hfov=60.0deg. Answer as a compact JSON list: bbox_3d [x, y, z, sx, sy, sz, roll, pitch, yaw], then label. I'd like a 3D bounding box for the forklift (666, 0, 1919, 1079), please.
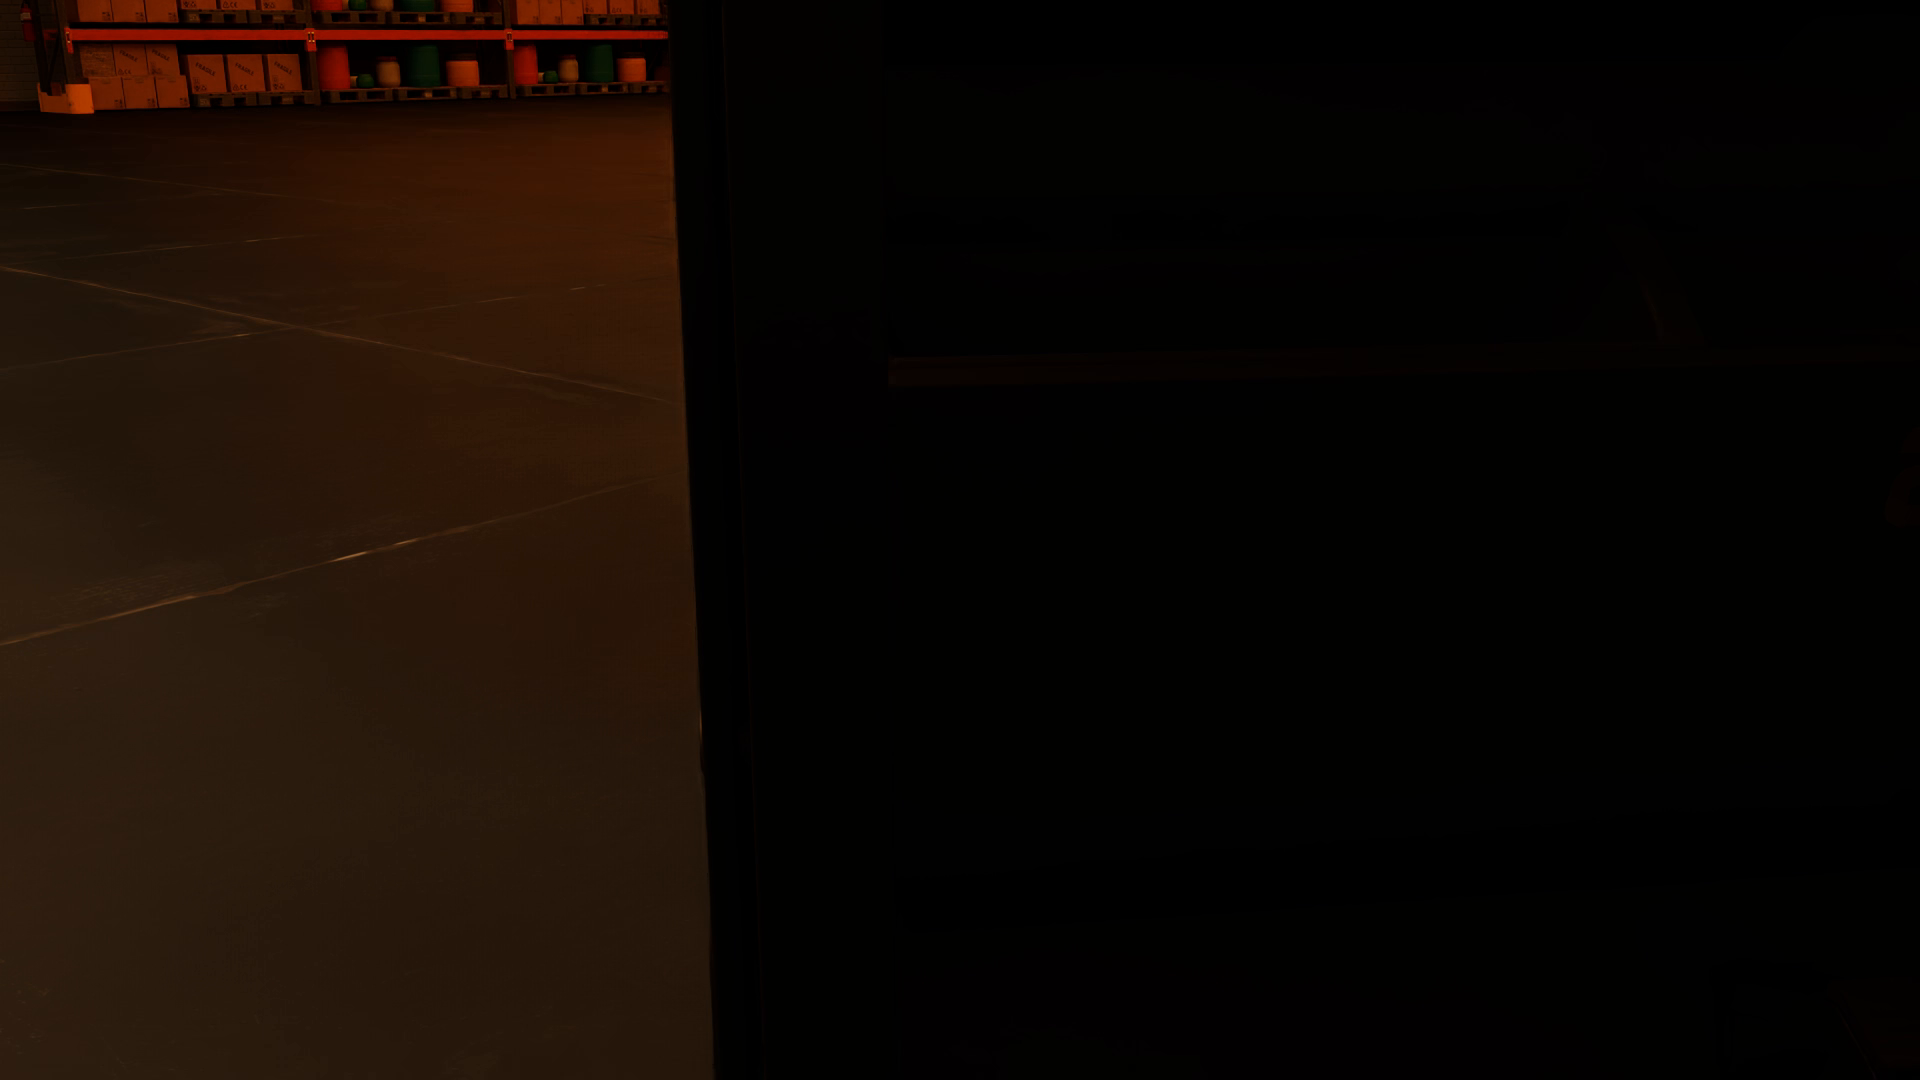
[{"bbox_3d":[0.417,-0.519,0.607,1.130,2.935,3.031,-2,17,-7],"label":"forklift"}]
